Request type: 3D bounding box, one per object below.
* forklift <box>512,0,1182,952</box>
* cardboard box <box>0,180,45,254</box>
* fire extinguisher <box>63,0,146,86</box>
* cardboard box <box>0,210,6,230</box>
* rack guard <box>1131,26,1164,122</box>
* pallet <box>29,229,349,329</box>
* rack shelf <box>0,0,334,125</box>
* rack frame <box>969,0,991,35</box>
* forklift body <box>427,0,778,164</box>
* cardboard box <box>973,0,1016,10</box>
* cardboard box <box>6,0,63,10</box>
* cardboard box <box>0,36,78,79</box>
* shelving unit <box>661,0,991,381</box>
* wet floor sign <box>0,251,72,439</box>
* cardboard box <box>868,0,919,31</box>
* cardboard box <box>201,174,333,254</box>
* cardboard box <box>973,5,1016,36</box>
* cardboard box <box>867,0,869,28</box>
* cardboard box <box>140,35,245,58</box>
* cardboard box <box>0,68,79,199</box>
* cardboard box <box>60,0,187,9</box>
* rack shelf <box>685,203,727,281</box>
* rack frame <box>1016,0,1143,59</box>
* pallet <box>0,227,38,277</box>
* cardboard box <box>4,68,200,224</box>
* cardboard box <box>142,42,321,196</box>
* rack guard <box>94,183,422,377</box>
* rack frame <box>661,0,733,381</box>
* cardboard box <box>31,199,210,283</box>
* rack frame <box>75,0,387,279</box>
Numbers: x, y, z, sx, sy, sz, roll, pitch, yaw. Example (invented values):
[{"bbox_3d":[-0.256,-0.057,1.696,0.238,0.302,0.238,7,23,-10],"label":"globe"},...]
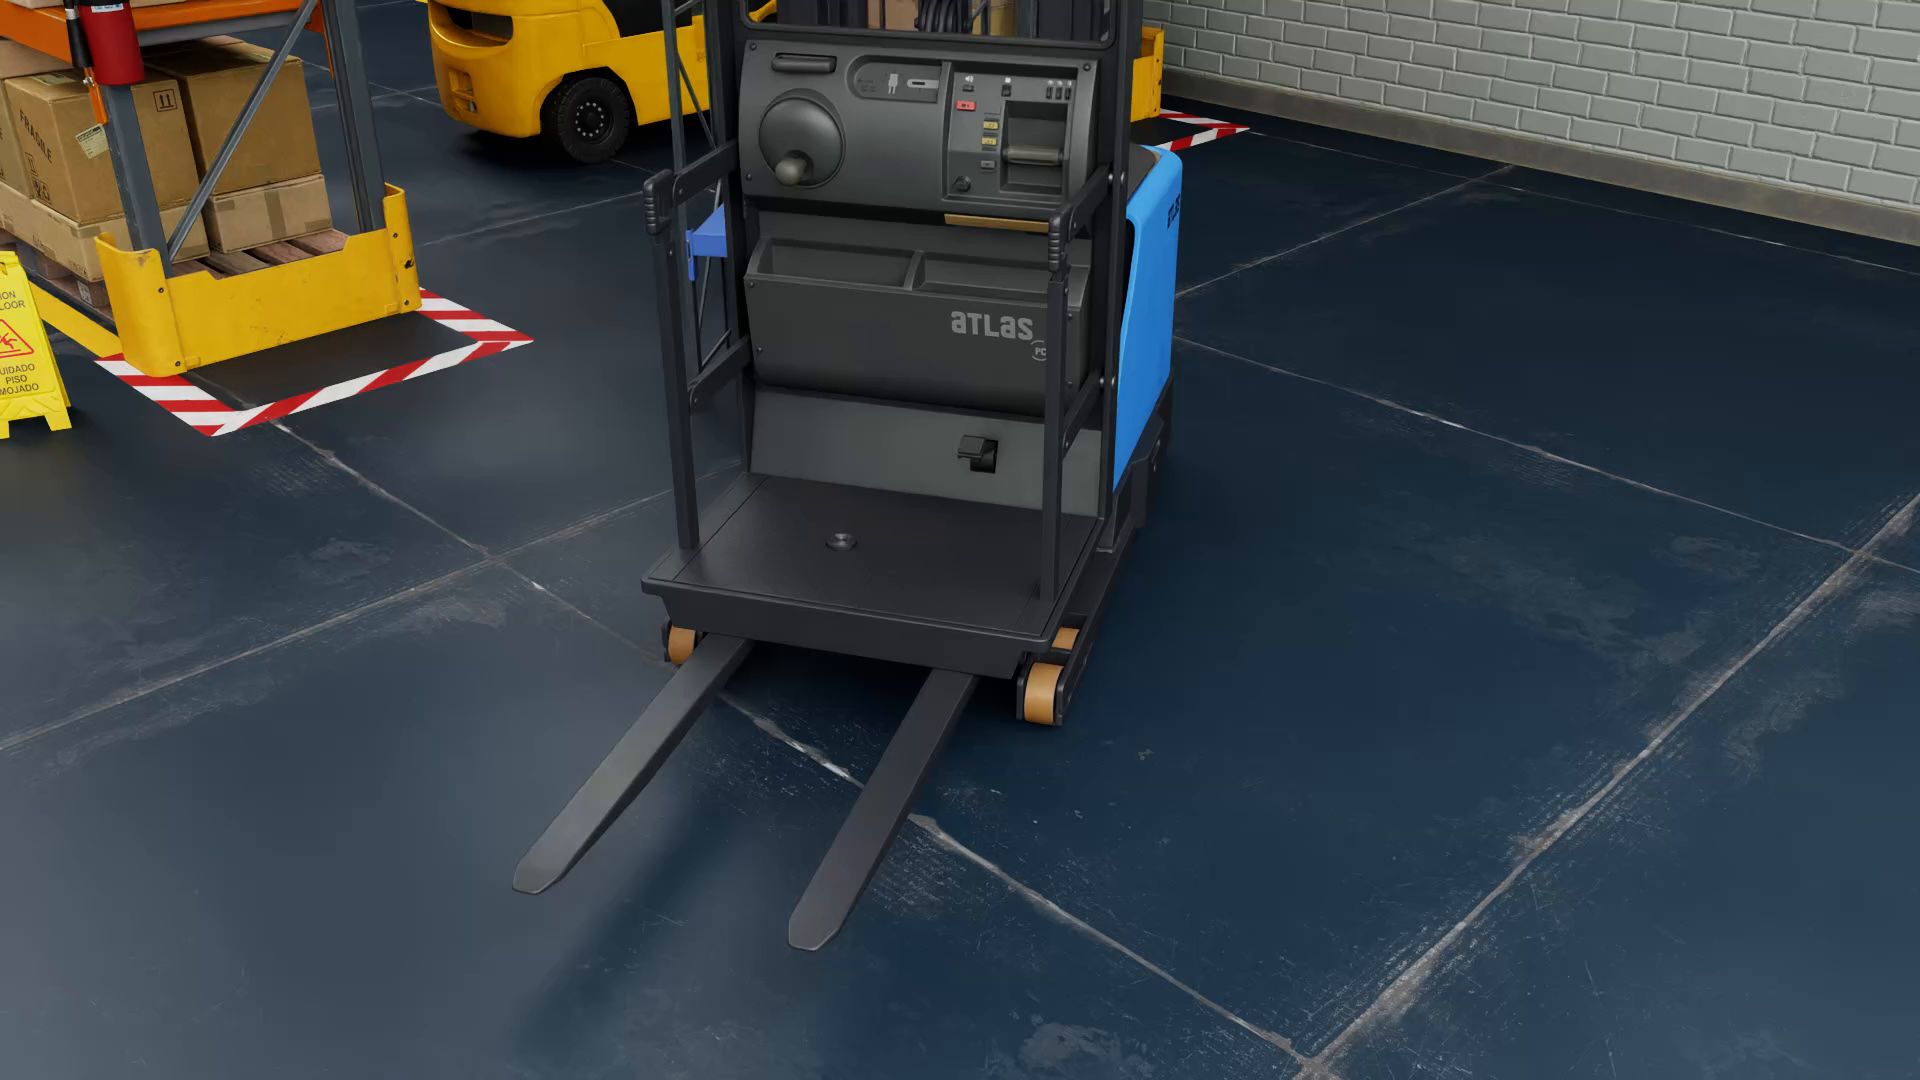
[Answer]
[{"bbox_3d":[-0.176,-1.018,4.036,1.130,2.935,3.031,8,29,14],"label":"forklift"},{"bbox_3d":[-3.899,-1.486,7.356,0.500,0.250,0.500,25,37,39],"label":"cardboard box"},{"bbox_3d":[-3.012,-1.946,5.811,0.183,0.674,0.296,25,36,38],"label":"fire extinguisher"},{"bbox_3d":[-4.276,-1.655,7.677,0.500,0.250,0.500,23,35,37],"label":"cardboard box"},{"bbox_3d":[0.724,-2.705,9.857,0.348,0.500,1.175,25,36,38],"label":"rack guard"},{"bbox_3d":[-3.379,-1.238,7.378,1.213,0.211,1.003,25,36,38],"label":"pallet"},{"bbox_3d":[-4.196,-2.505,7.564,4.000,0.370,1.077,25,36,38],"label":"rack shelf"},{"bbox_3d":[0.058,-1.224,5.966,0.032,1.500,0.500,4,28,8],"label":"rack frame"},{"bbox_3d":[-1.924,-3.457,9.513,1.214,2.155,2.313,25,36,38],"label":"forklift body"},{"bbox_3d":[0.160,-3.277,9.689,0.500,0.250,0.500,-24,36,-38],"label":"cardboard box"},{"bbox_3d":[-3.445,-2.156,6.398,0.250,0.149,0.380,24,36,38],"label":"cardboard box"},{"bbox_3d":[-3.833,-2.031,6.890,0.380,0.149,0.250,-24,36,-38],"label":"cardboard box"},{"bbox_3d":[-0.445,-1.260,6.035,1.048,1.500,0.538,4,28,8],"label":"shelving unit"},{"bbox_3d":[-3.385,-0.712,5.910,0.267,0.644,0.232,-13,30,-22],"label":"wet floor sign"},{"bbox_3d":[-0.209,-3.232,10.139,0.500,0.250,0.500,24,36,38],"label":"cardboard box"},{"bbox_3d":[-3.151,-1.495,7.372,0.500,0.250,0.500,24,36,38],"label":"cardboard box"},{"bbox_3d":[0.141,-3.064,9.821,0.500,0.250,0.500,24,36,38],"label":"cardboard box"},{"bbox_3d":[-0.592,-3.393,10.446,0.500,0.250,0.500,24,36,37],"label":"cardboard box"},{"bbox_3d":[-3.545,-2.003,7.534,0.500,0.500,0.500,23,35,37],"label":"cardboard box"},{"bbox_3d":[-3.899,-1.815,7.177,0.500,0.500,0.500,-24,36,-37],"label":"cardboard box"},{"bbox_3d":[-3.187,-2.111,6.311,0.380,0.149,0.250,-24,36,-38],"label":"cardboard box"},{"bbox_3d":[-0.445,-1.101,6.119,1.000,0.185,0.538,4,28,8],"label":"rack shelf"},{"bbox_3d":[0.707,-3.819,9.290,0.127,3.000,1.000,25,36,38],"label":"rack frame"},{"bbox_3d":[-4.245,-1.636,8.135,1.213,0.211,1.003,25,36,38],"label":"pallet"},{"bbox_3d":[-3.524,-1.646,6.855,0.500,0.500,0.500,25,37,39],"label":"cardboard box"},{"bbox_3d":[-3.169,-1.834,7.212,0.500,0.500,0.500,23,36,37],"label":"cardboard box"},{"bbox_3d":[-2.824,-1.089,6.784,0.348,0.500,1.175,25,36,38],"label":"rack guard"},{"bbox_3d":[-0.947,-1.296,6.104,0.032,1.500,0.500,4,28,8],"label":"rack frame"},{"bbox_3d":[-3.552,-1.322,7.044,0.500,0.250,0.500,24,36,38],"label":"cardboard box"},{"bbox_3d":[-2.770,-2.171,6.155,0.127,3.000,1.000,25,36,38],"label":"rack frame"}]
